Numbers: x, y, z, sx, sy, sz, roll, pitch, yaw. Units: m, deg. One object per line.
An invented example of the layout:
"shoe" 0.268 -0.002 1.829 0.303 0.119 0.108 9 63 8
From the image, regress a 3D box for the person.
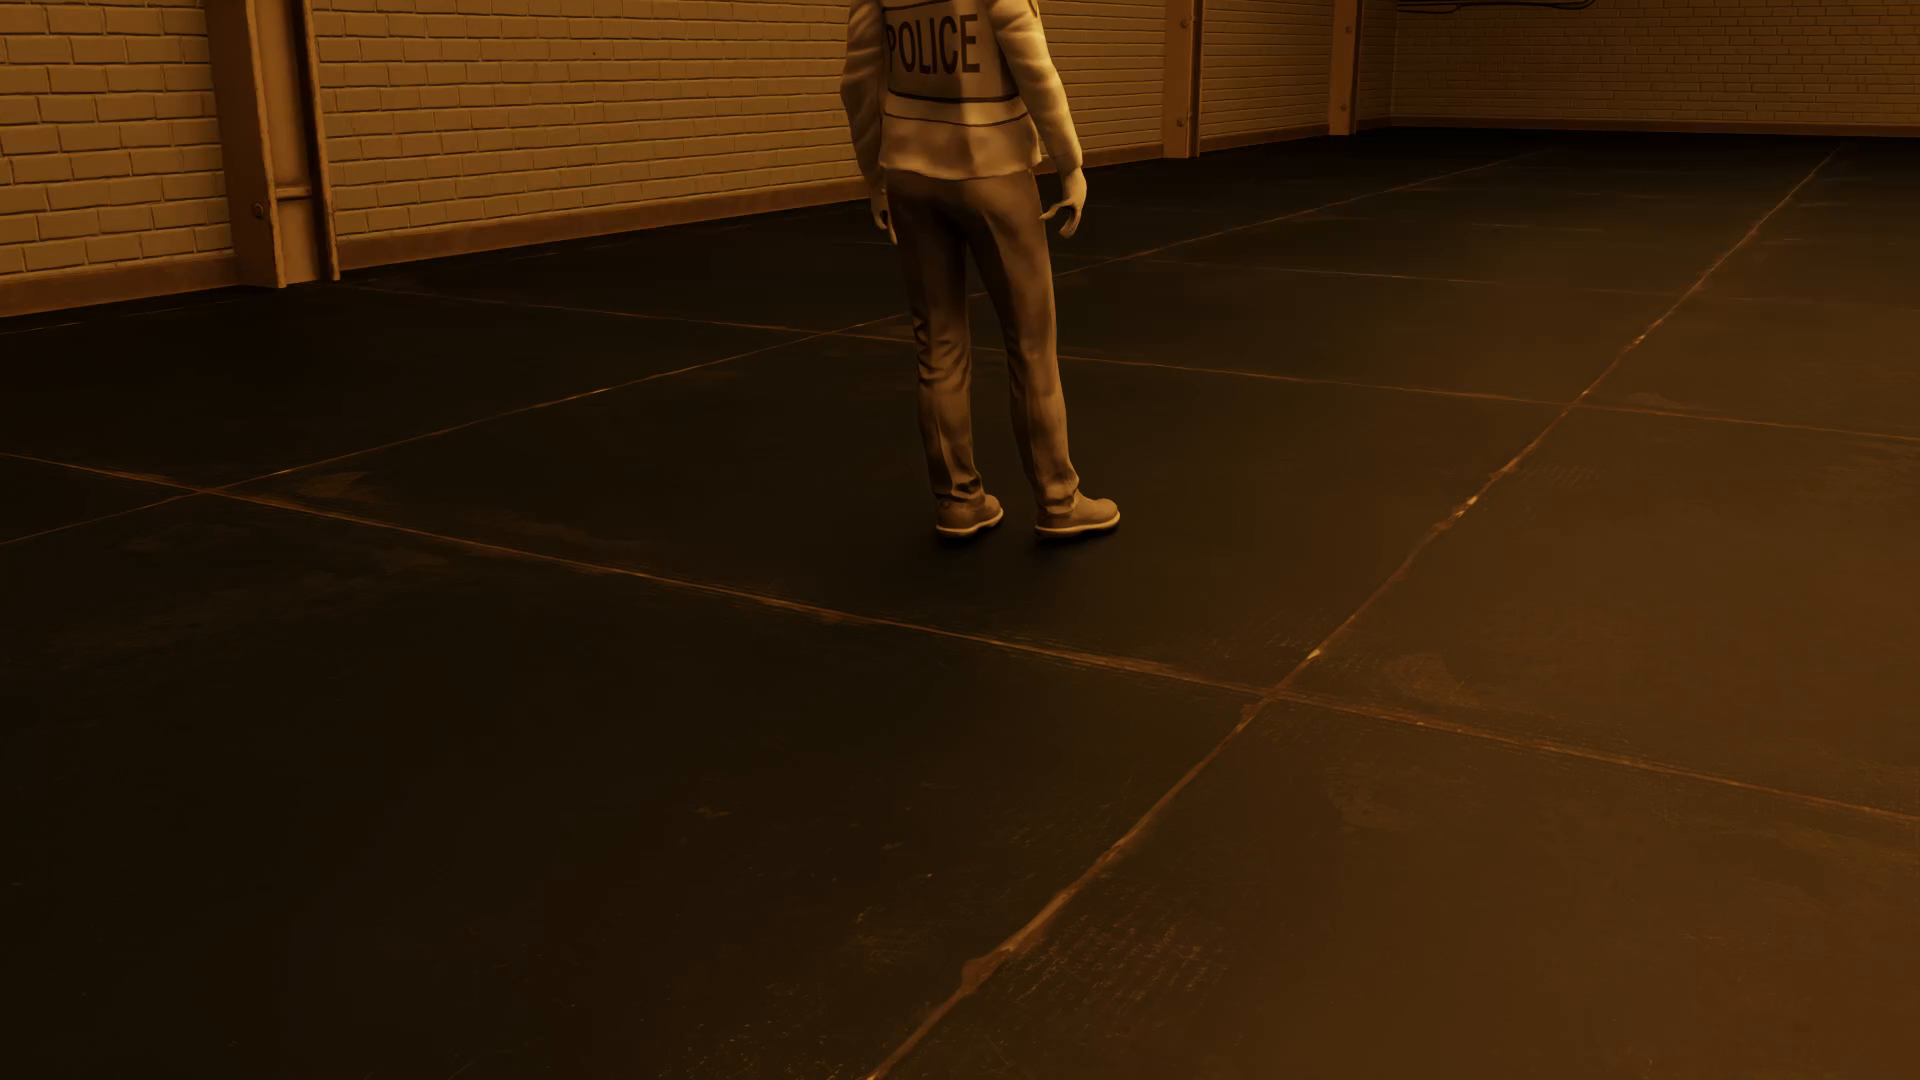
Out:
"person" 0.040 -0.836 3.854 0.586 1.694 0.530 9 19 28
